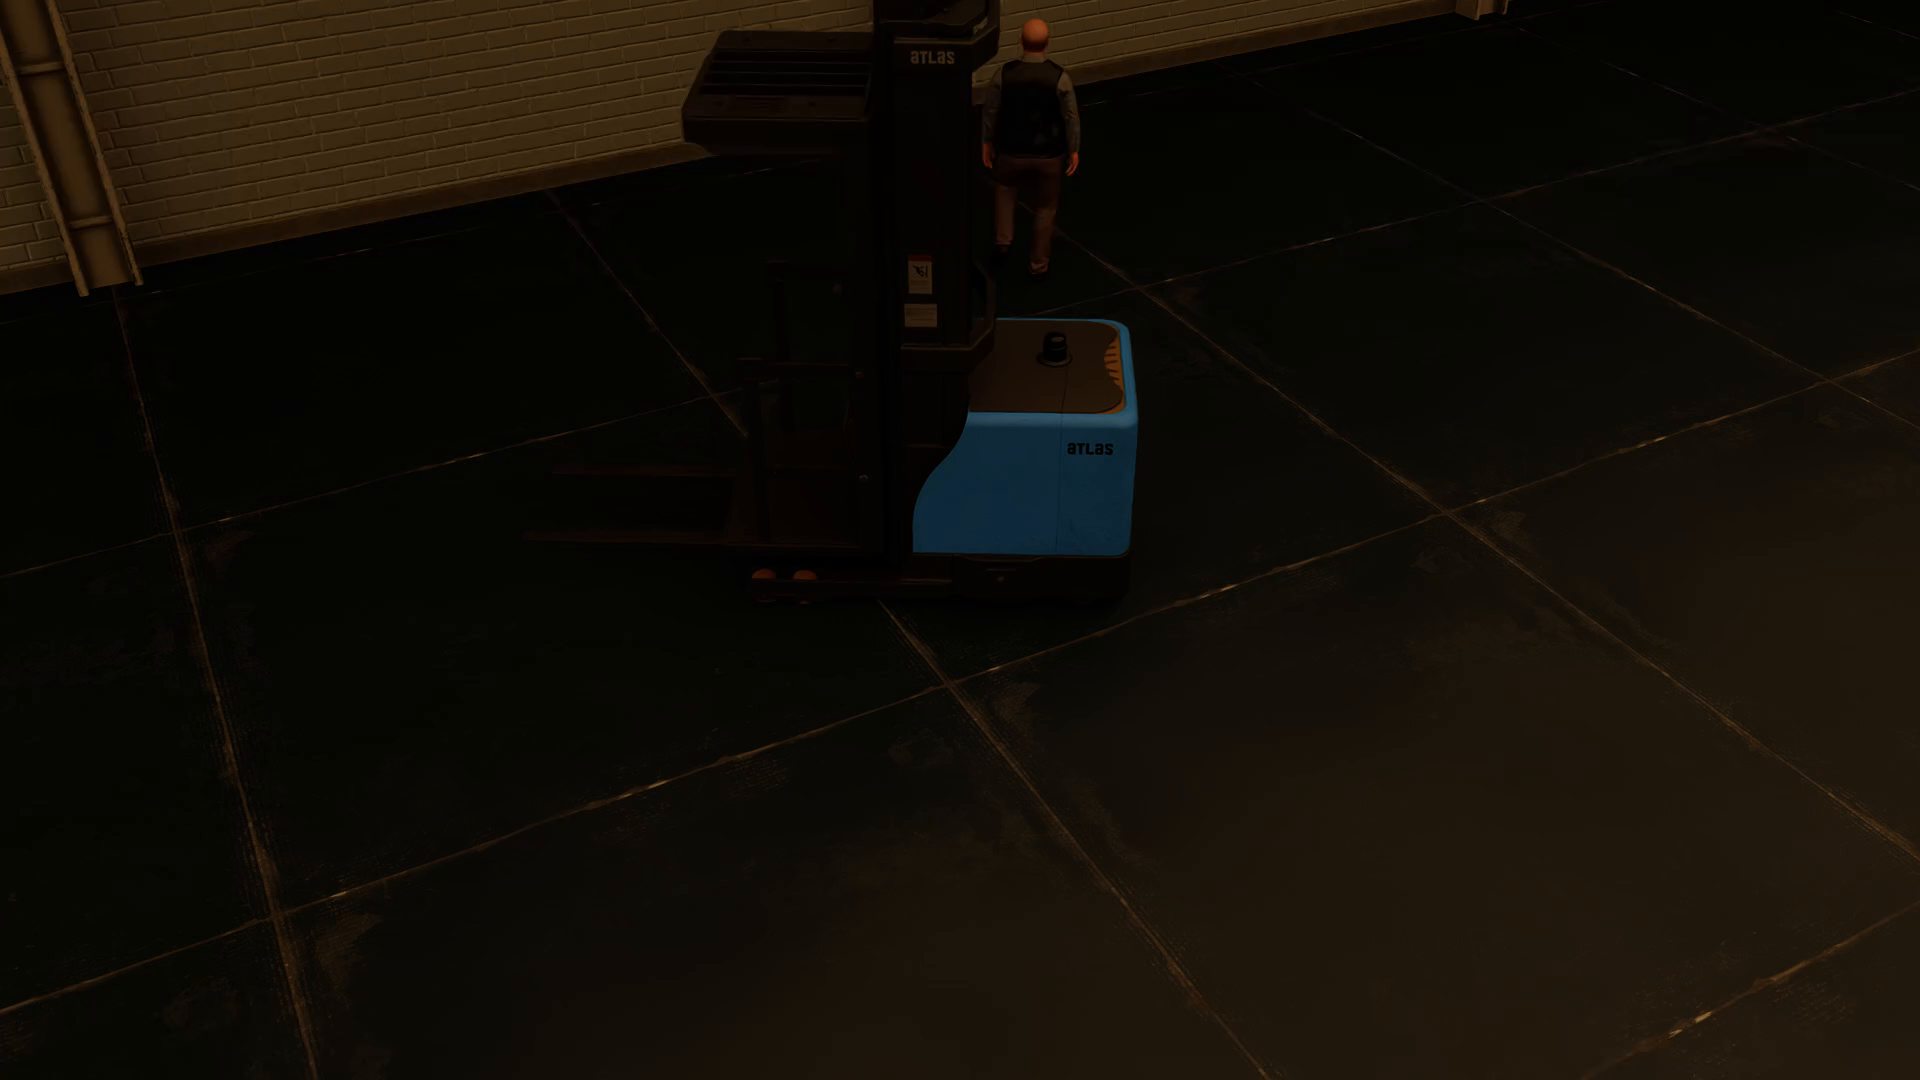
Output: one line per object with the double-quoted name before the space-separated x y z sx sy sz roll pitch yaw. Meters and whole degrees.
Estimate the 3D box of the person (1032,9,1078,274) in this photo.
"person" 0.468 -2.564 10.804 0.584 1.722 0.436 5 36 7

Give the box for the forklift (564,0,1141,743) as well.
"forklift" -0.475 -0.913 7.415 1.130 2.935 3.031 29 45 35
